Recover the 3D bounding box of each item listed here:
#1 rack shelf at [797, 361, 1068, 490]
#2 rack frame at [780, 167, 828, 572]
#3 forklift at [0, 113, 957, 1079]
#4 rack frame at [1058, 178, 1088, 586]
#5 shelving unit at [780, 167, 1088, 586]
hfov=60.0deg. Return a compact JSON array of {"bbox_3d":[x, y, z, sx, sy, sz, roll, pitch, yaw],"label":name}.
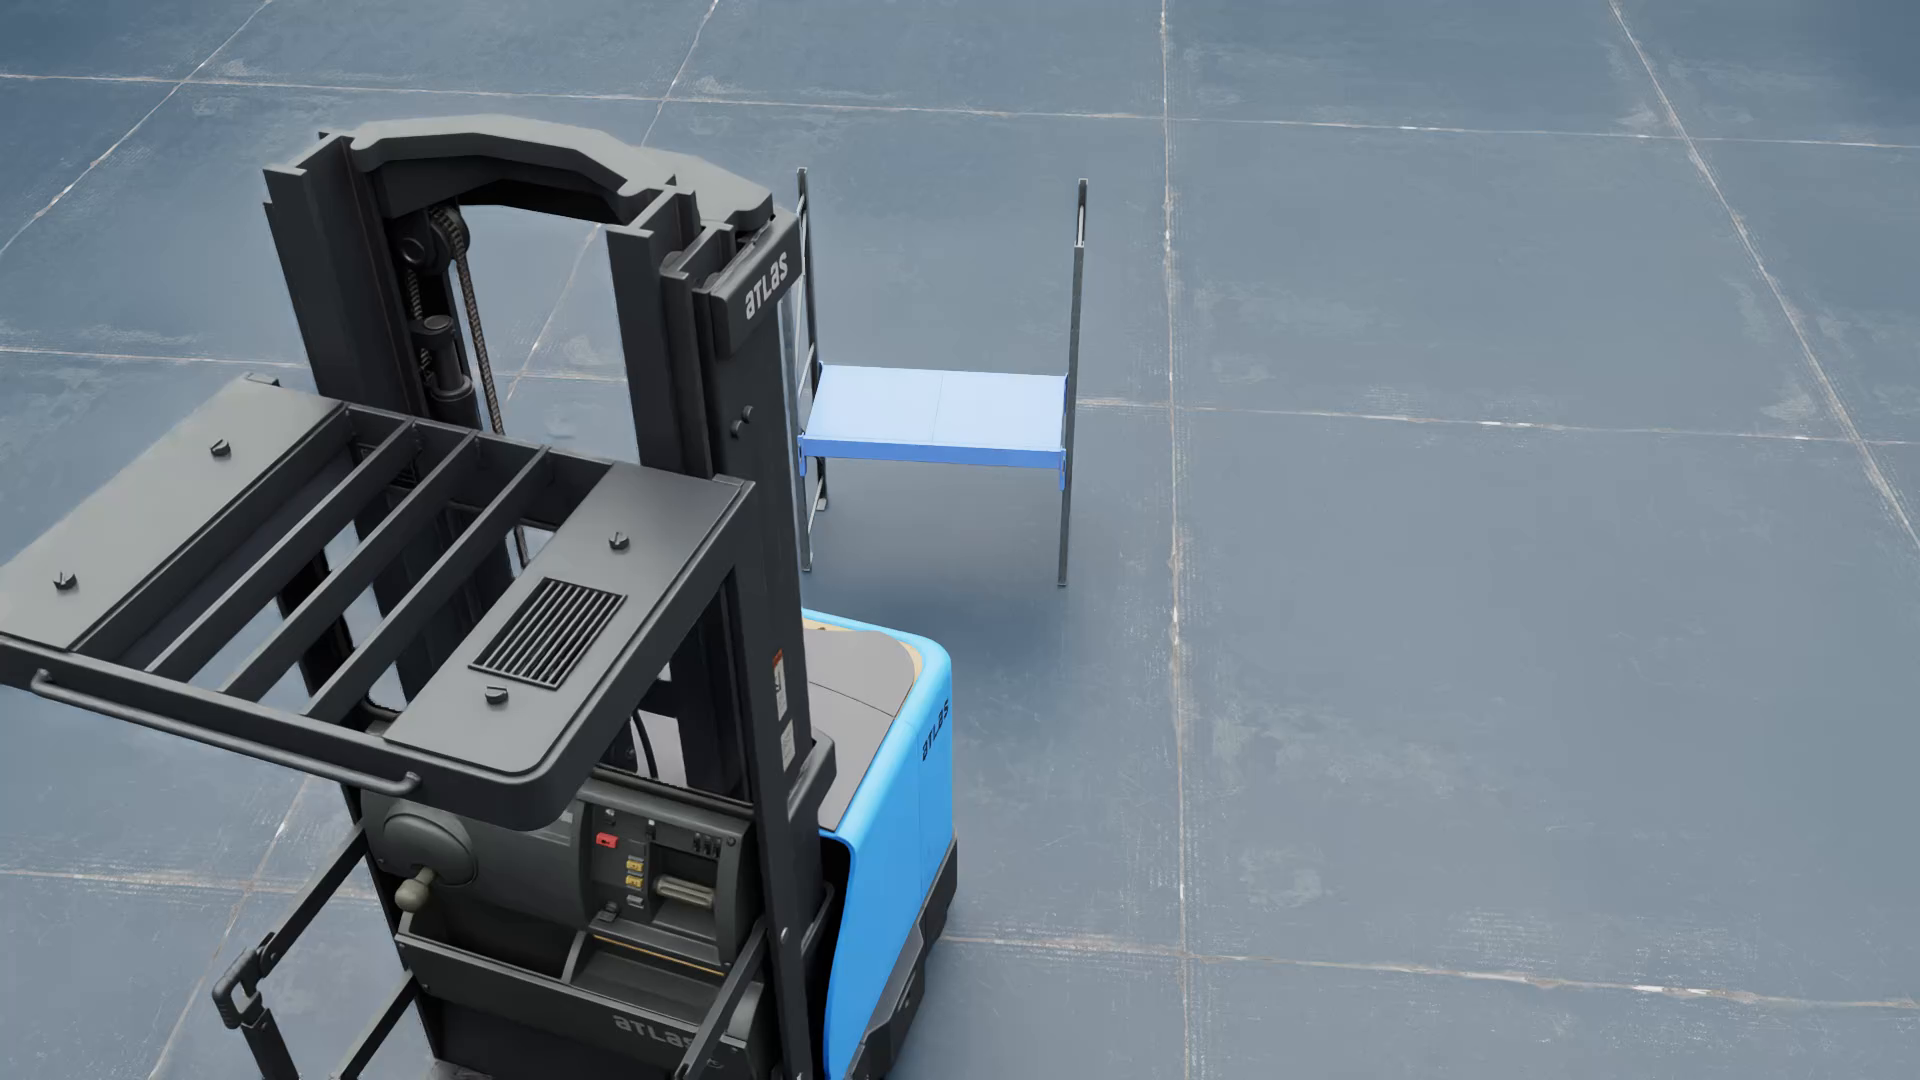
[{"bbox_3d":[-0.085,-0.447,6.396,1.000,0.185,0.538,3,39,4],"label":"rack shelf"},{"bbox_3d":[-0.591,-0.614,6.316,0.032,1.500,0.500,3,39,4],"label":"rack frame"},{"bbox_3d":[-0.971,0.764,3.490,1.130,2.935,3.031,12,41,15],"label":"forklift"},{"bbox_3d":[0.421,-0.559,6.248,0.032,1.500,0.500,3,39,4],"label":"rack frame"},{"bbox_3d":[-0.085,-0.586,6.282,1.048,1.500,0.538,3,39,4],"label":"shelving unit"}]
